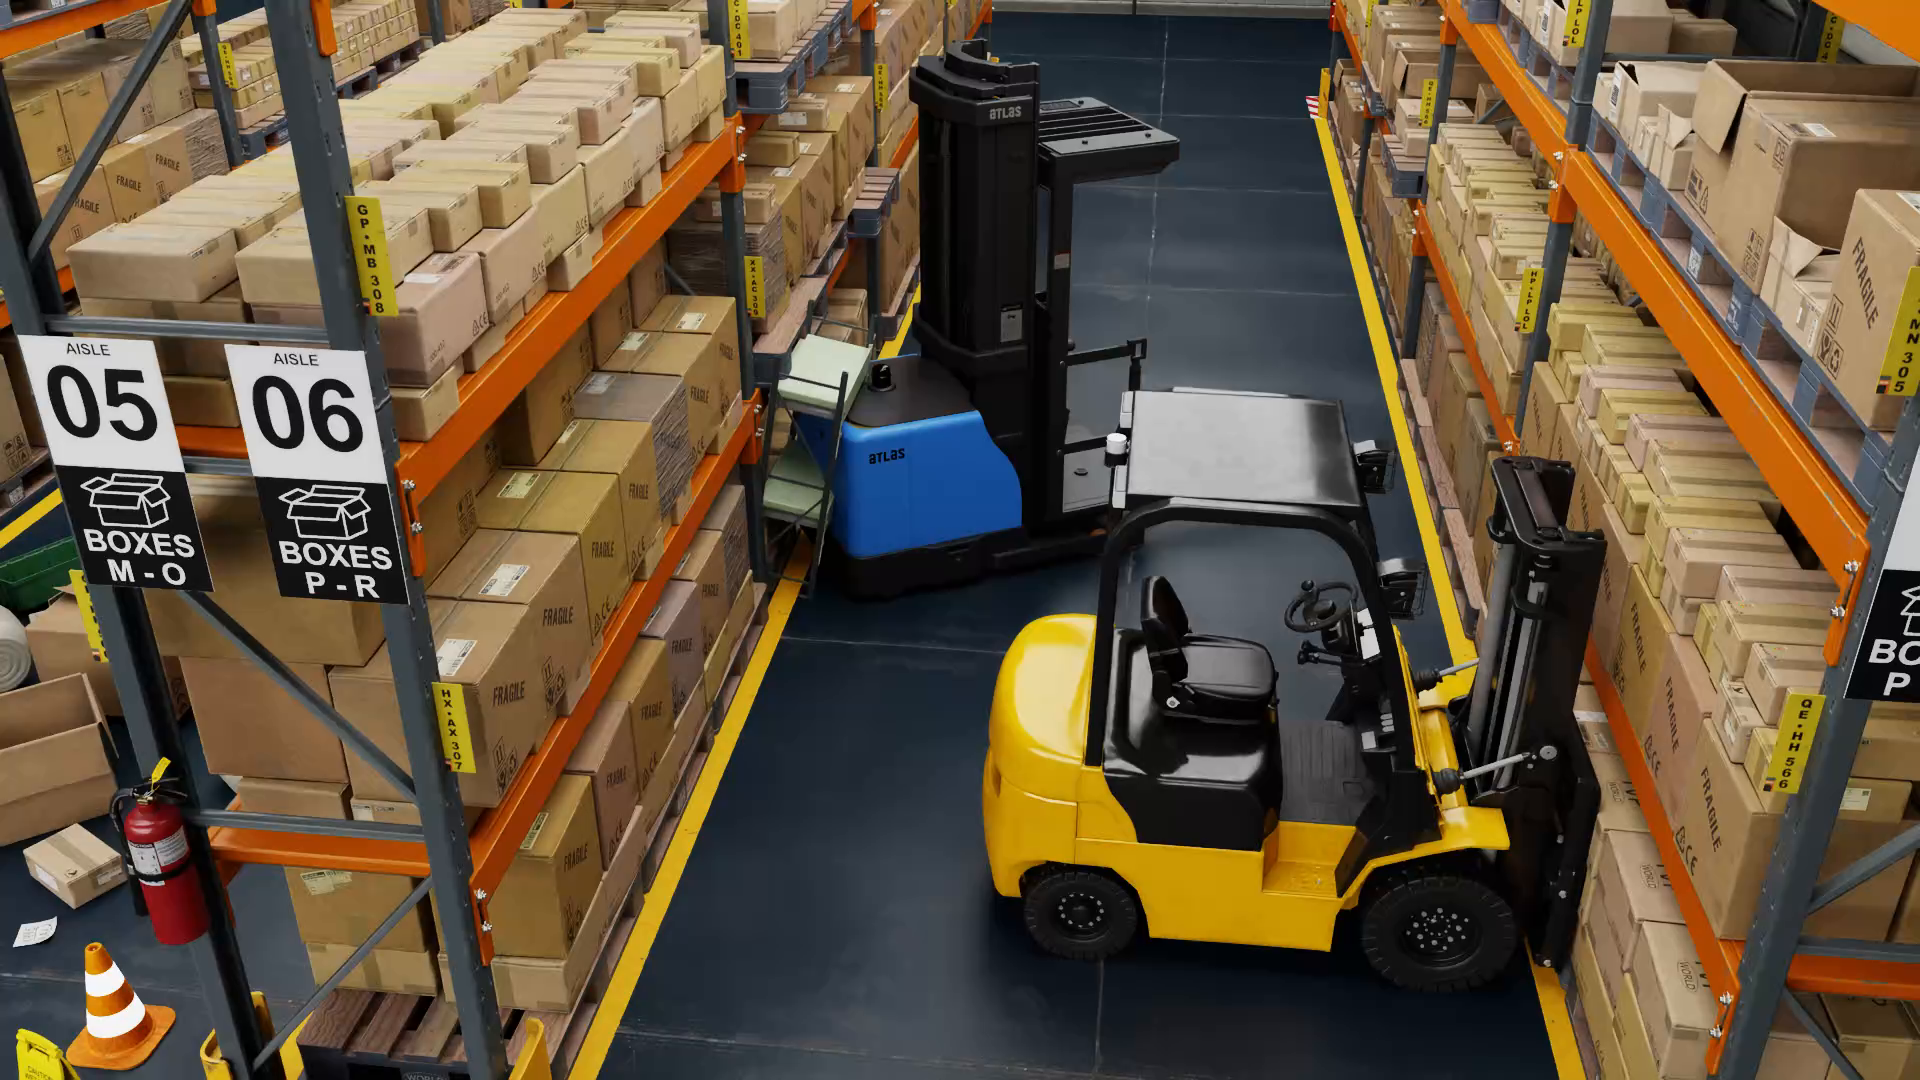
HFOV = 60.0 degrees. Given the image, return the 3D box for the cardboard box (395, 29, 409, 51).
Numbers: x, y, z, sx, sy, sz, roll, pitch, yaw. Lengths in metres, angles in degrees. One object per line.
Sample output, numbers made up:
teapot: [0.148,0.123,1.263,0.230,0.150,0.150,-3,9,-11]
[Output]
cardboard box: [-5.432,-4.715,15.661,0.380,0.149,0.250,4,29,6]

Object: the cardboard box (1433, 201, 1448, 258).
cardboard box: [3.450,-2.055,11.059,0.500,0.250,0.500,3,28,5]

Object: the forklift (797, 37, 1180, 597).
forklift: [0.573,-1.408,9.773,3.031,2.935,1.130,-12,30,-20]

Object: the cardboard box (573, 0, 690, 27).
cardboard box: [-1.676,-2.678,8.611,0.500,0.250,0.500,3,28,5]

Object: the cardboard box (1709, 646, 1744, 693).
cardboard box: [2.692,0.464,5.436,0.380,0.149,0.250,4,29,7]

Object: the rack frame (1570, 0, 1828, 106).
rack frame: [3.323,-3.310,6.906,1.000,3.000,0.127,3,28,6]

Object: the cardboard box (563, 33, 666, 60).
cardboard box: [-1.502,-2.110,7.266,0.380,0.149,0.250,4,29,7]

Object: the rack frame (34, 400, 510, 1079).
rack frame: [-2.094,0.927,5.366,1.000,3.000,0.127,3,28,6]

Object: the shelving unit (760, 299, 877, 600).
shelving unit: [-0.855,-0.509,9.520,0.431,1.500,0.755,14,33,2]

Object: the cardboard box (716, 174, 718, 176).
cardboard box: [-1.646,-2.022,9.979,0.500,0.500,0.500,4,29,8]

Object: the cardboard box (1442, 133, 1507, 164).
cardboard box: [3.451,-2.623,11.166,0.380,0.149,0.250,4,29,7]

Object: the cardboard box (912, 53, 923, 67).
cardboard box: [-0.593,-3.932,14.016,0.500,0.250,0.500,4,29,7]

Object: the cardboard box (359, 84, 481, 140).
cardboard box: [-2.074,-1.651,6.413,0.380,0.149,0.250,4,29,7]

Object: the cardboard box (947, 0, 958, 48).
cardboard box: [-0.306,-4.971,16.209,0.500,0.500,0.500,4,29,8]

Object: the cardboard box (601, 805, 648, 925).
cardboard box: [-1.650,1.350,7.039,0.500,0.250,0.500,4,29,8]

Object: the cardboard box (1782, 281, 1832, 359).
cardboard box: [2.633,-0.632,4.815,0.380,0.149,0.250,3,28,5]

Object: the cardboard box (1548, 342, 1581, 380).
cardboard box: [3.023,-0.864,7.901,0.380,0.149,0.250,3,28,5]

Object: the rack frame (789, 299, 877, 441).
rack frame: [-0.795,-0.702,9.825,0.400,1.500,0.023,14,33,2]

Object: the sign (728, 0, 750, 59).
sign: [-1.064,-2.476,7.975,0.100,0.325,0.005,3,28,6]

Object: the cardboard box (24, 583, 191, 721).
cardboard box: [-4.285,0.552,8.552,0.797,0.637,0.503,3,28,6]

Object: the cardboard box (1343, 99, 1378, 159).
cardboard box: [4.354,-4.231,17.133,0.700,0.500,0.500,2,28,4]

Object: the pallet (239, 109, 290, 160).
pallet: [-6.057,-3.336,13.481,1.213,0.211,1.003,3,28,6]

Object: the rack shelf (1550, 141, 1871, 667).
rack shelf: [3.078,-0.731,6.041,1.077,0.370,4.000,3,28,6]

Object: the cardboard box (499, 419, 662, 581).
cardboard box: [-1.585,-0.178,6.999,0.500,0.500,0.500,3,28,5]

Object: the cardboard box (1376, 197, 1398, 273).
cardboard box: [3.830,-2.575,14.059,0.500,0.500,0.500,2,28,4]

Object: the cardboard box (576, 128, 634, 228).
cardboard box: [-1.575,-1.400,6.369,0.500,0.250,0.500,4,29,7]

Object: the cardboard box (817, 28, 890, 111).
cardboard box: [-0.810,-3.541,12.500,0.500,0.500,0.500,2,28,5]

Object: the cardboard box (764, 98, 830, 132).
cardboard box: [-1.034,-2.697,10.548,0.380,0.149,0.250,2,28,4]

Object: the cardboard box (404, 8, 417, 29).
cardboard box: [-5.401,-4.968,15.817,0.380,0.149,0.250,4,29,8]

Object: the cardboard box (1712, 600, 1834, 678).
cardboard box: [2.672,0.330,5.372,0.380,0.149,0.250,4,29,7]

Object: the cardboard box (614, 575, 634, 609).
cardboard box: [-1.607,0.159,7.056,0.380,0.149,0.250,3,28,5]

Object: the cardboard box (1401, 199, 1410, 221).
cardboard box: [3.809,-2.660,13.533,0.380,0.149,0.250,3,28,5]

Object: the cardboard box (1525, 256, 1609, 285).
cardboard box: [3.241,-1.407,8.909,0.380,0.149,0.250,3,28,6]

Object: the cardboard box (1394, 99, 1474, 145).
cardboard box: [3.621,-3.186,12.716,0.500,0.250,0.500,2,28,4]

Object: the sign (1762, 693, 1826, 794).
sign: [2.296,0.562,4.574,0.100,0.325,0.005,3,28,6]

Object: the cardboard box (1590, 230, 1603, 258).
cardboard box: [3.762,-1.629,9.322,0.380,0.149,0.250,3,28,6]

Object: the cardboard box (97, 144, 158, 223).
cardboard box: [-5.951,-2.425,11.483,0.500,0.500,0.500,3,28,5]

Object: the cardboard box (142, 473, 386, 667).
cardboard box: [-2.248,0.059,5.504,0.700,0.500,0.500,3,28,5]

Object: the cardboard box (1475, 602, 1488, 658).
cardboard box: [2.935,0.565,8.494,0.500,0.250,0.500,4,29,7]

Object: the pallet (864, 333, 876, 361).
pallet: [-1.211,-1.243,12.335,1.003,0.211,1.213,3,28,6]

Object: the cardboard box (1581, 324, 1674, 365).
cardboard box: [3.065,-0.867,7.594,0.380,0.149,0.250,4,29,7]

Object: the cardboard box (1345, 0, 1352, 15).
cardboard box: [4.350,-5.708,17.528,0.500,0.250,0.500,3,28,5]

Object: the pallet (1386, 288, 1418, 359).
pallet: [3.942,-1.673,13.133,1.003,0.211,1.213,3,28,6]

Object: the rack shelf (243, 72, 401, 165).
rack shelf: [-5.793,-3.703,14.720,1.077,0.370,4.000,3,28,6]

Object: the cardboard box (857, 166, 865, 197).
cardboard box: [-0.867,-2.493,11.537,0.380,0.149,0.250,3,28,6]

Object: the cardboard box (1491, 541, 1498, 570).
cardboard box: [2.953,0.126,8.255,0.500,0.250,0.500,3,28,5]

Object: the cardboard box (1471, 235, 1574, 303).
cardboard box: [3.254,-1.552,9.599,0.500,0.250,0.500,4,29,7]

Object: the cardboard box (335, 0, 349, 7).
cardboard box: [-6.053,-5.139,15.821,0.380,0.149,0.250,5,29,9]

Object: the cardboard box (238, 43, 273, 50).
cardboard box: [-5.692,-3.987,13.684,0.380,0.149,0.250,2,28,4]

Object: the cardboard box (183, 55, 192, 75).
cardboard box: [-6.400,-3.790,13.317,0.380,0.149,0.250,3,28,6]

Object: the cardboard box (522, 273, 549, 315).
cardboard box: [-1.686,-0.915,5.887,0.380,0.149,0.250,2,28,5]

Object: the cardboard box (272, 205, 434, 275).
cardboard box: [-1.832,-0.909,5.036,0.380,0.149,0.250,3,28,6]

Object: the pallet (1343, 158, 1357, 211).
pallet: [4.389,-3.530,16.580,1.003,0.211,1.213,3,28,6]
